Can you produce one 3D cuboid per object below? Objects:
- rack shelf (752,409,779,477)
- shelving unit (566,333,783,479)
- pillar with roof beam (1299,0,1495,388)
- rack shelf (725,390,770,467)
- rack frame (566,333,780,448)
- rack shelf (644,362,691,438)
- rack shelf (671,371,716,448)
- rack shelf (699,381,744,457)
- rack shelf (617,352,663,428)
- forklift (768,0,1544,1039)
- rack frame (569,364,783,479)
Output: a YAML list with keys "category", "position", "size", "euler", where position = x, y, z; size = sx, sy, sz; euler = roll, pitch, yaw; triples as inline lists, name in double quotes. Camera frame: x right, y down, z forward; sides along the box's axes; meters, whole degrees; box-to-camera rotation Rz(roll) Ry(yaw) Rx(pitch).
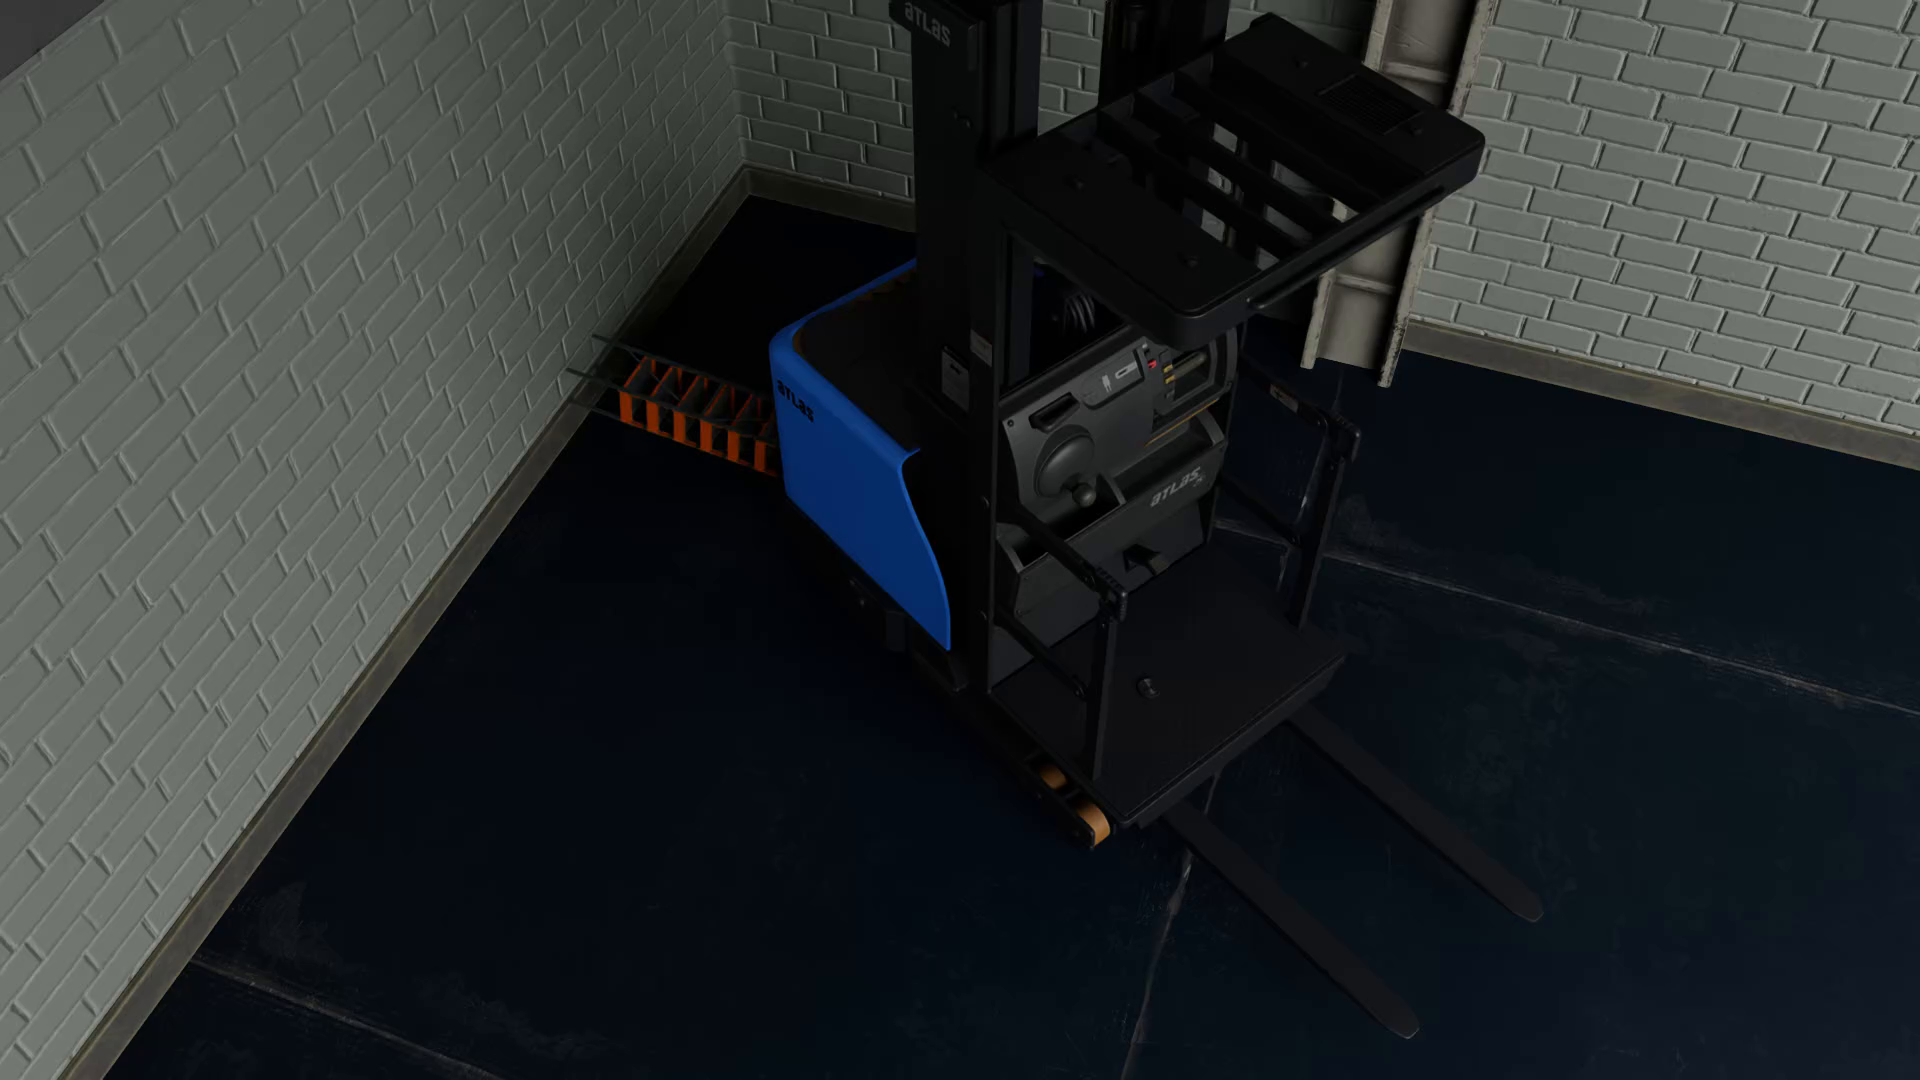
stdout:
- category: "rack shelf"
  position: [-0.749, -0.418, 6.795]
  size: [0.103, 0.180, 0.258]
  euler: [20, 52, 7]
- category: "shelving unit"
  position: [-1.014, -0.514, 6.831]
  size: [1.200, 0.189, 0.258]
  euler: [20, 52, 7]
- category: "pillar with roof beam"
  position: [0.230, -0.713, 1.279]
  size: [0.400, 9.000, 9.100]
  euler: [16, 51, 13]
- category: "rack shelf"
  position: [-0.860, -0.458, 6.810]
  size: [0.103, 0.180, 0.258]
  euler: [20, 52, 7]
- category: "rack frame"
  position: [-1.003, -0.570, 6.760]
  size: [1.200, 0.006, 0.240]
  euler: [20, 52, 7]
- category: "rack shelf"
  position: [-1.196, -0.580, 6.855]
  size: [0.103, 0.180, 0.258]
  euler: [20, 52, 7]
- category: "rack shelf"
  position: [-1.084, -0.539, 6.840]
  size: [0.103, 0.180, 0.258]
  euler: [20, 52, 7]
- category: "rack shelf"
  position: [-0.972, -0.499, 6.825]
  size: [0.103, 0.180, 0.258]
  euler: [20, 52, 7]
- category: "rack shelf"
  position: [-1.308, -0.620, 6.871]
  size: [0.103, 0.180, 0.258]
  euler: [20, 52, 7]
- category: "forklift"
  position: [0.639, -0.347, 4.978]
  size: [1.130, 2.935, 3.031]
  euler: [-32, 56, -25]
- category: "rack frame"
  position: [-1.025, -0.457, 6.902]
  size: [1.200, 0.006, 0.240]
  euler: [20, 52, 7]
